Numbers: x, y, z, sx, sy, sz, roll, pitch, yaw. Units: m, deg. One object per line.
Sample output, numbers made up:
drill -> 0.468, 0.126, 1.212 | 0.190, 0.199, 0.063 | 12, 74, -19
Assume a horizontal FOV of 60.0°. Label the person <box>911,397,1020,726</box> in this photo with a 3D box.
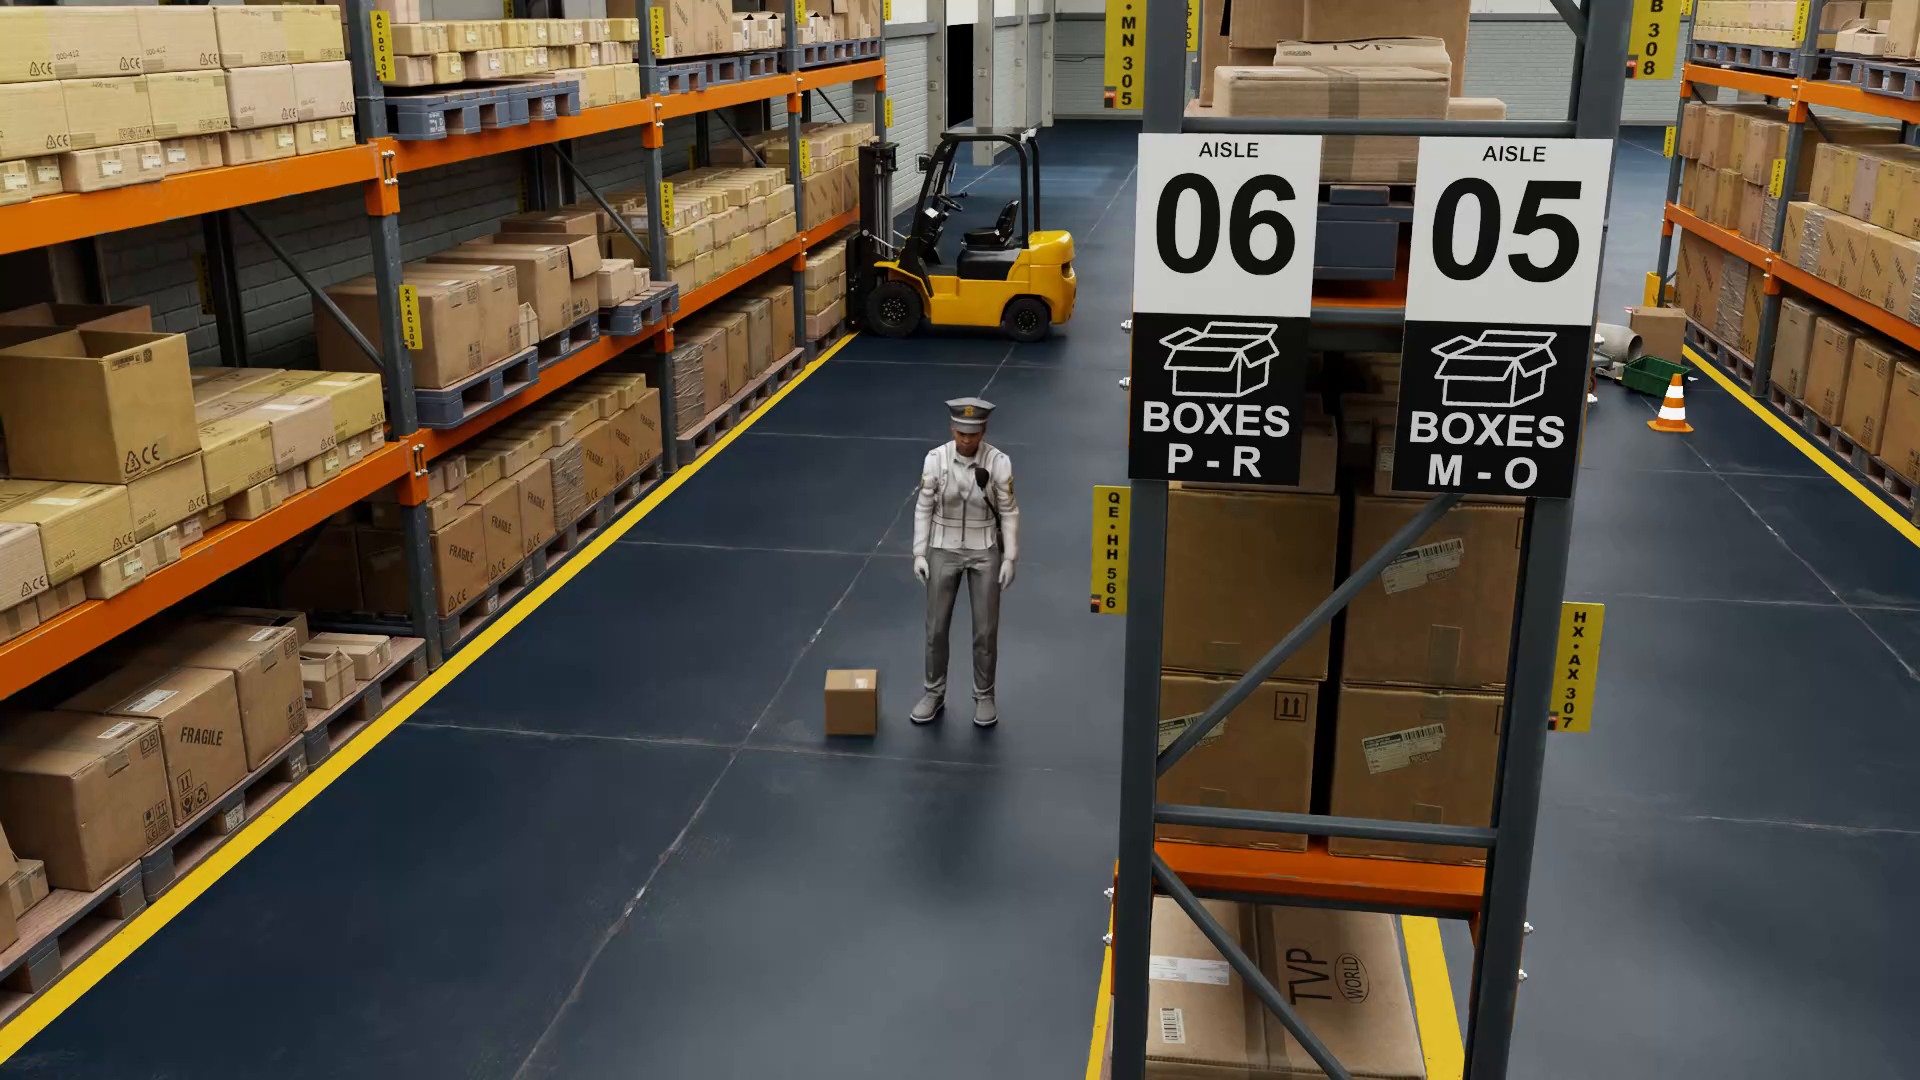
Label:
person -> 0.025, 0.101, 8.241 | 0.535, 1.662, 0.344 | 2, 18, 6
